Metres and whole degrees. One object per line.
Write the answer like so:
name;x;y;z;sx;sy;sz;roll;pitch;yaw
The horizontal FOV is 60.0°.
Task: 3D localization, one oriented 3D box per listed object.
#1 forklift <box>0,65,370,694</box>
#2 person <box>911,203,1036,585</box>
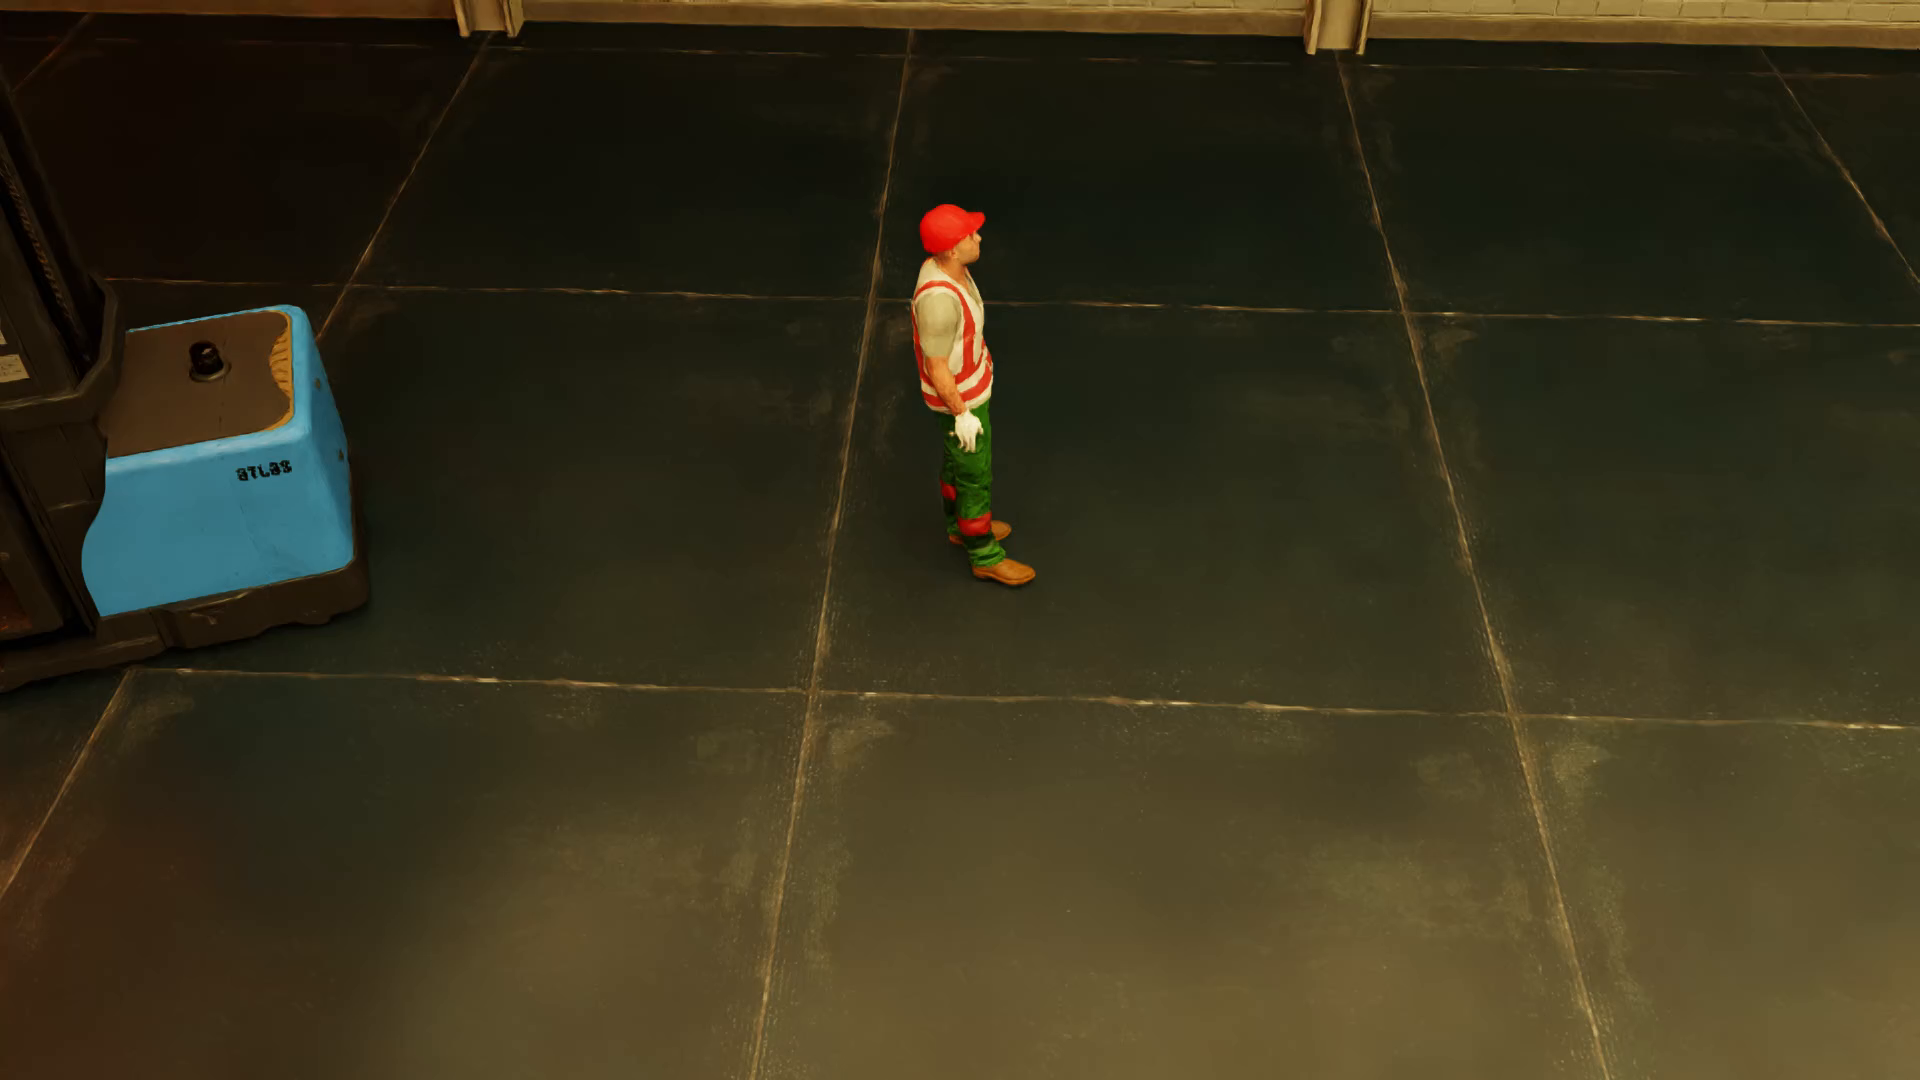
forklift;-4.251;-0.762;6.577;3.031;2.935;1.130;-12;44;-13
person;0.080;-0.656;7.297;0.563;1.787;0.637;2;42;2
